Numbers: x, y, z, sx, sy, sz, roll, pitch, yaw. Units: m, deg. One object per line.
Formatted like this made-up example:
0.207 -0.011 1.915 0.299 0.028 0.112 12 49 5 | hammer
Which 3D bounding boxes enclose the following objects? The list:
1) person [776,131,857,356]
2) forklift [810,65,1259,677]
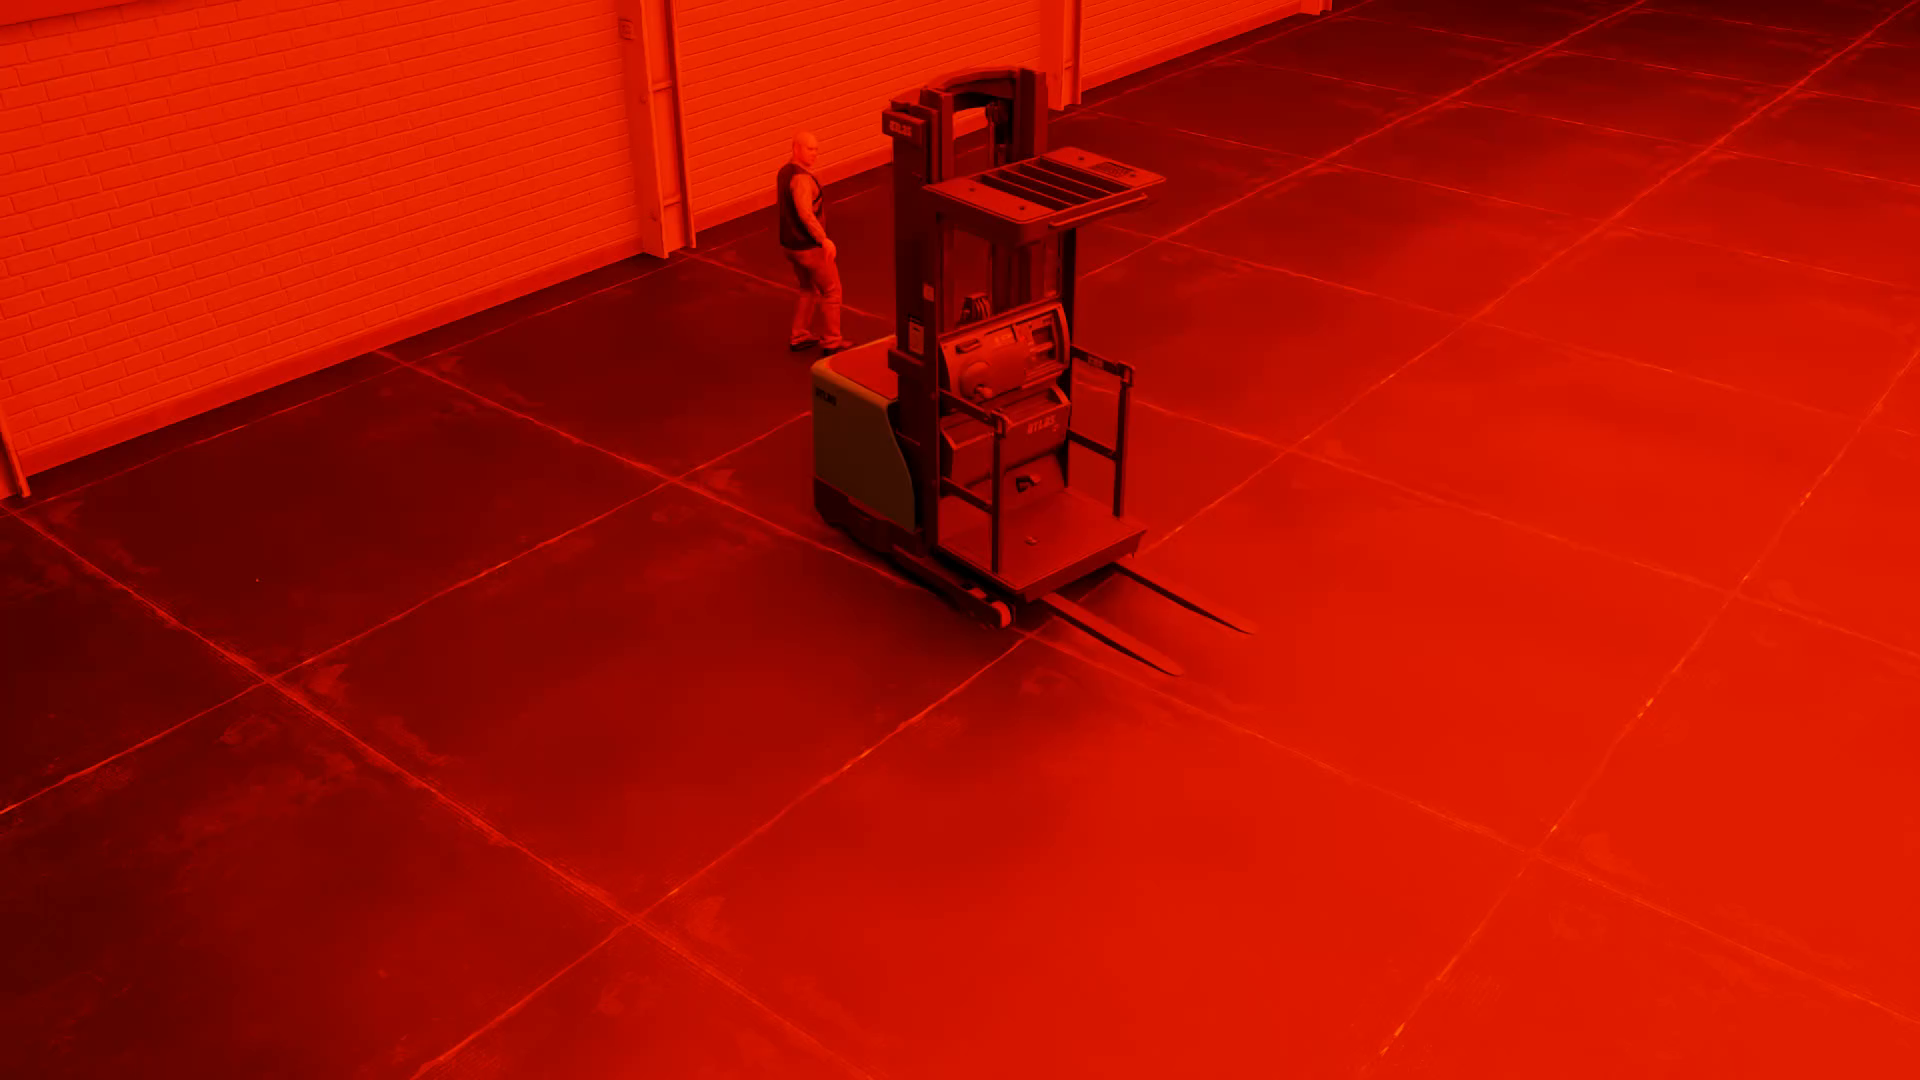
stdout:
-1.120 -2.271 12.703 0.513 1.704 0.731 -17 34 -26 | person
0.406 -1.035 9.367 1.130 2.935 3.031 -24 38 -35 | forklift
